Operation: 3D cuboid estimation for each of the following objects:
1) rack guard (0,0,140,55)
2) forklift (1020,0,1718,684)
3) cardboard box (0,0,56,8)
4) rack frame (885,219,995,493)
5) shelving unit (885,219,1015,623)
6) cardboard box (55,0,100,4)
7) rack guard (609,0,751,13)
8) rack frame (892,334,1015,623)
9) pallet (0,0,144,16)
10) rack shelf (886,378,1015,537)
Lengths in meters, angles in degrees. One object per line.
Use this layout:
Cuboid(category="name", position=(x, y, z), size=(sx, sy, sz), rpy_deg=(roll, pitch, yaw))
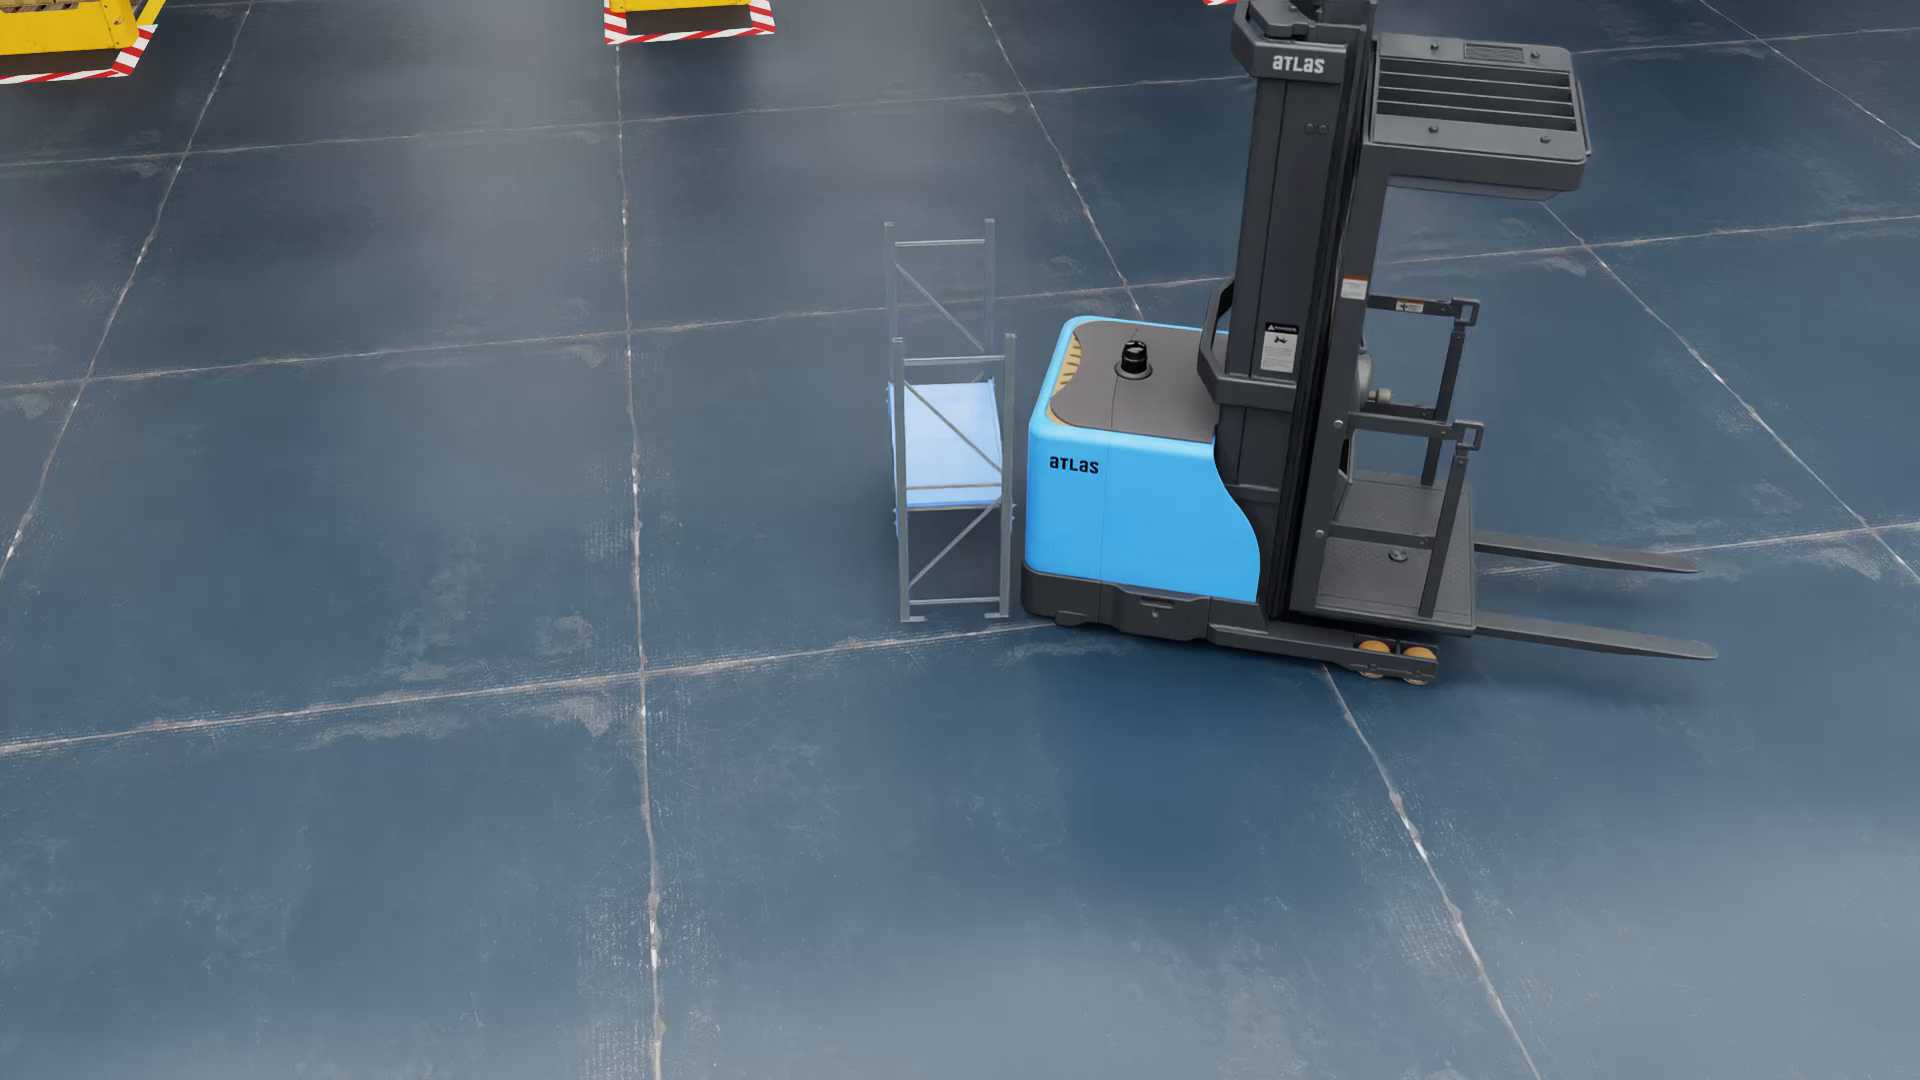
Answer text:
Cuboid(category="rack guard", position=(-7.163, -4.139, 13.071), size=(1.175, 0.500, 0.348), rpy_deg=(-6, 38, -8))
Cuboid(category="forklift", position=(1.852, -0.881, 6.895), size=(3.031, 2.935, 1.130), rpy_deg=(8, 39, 10))
Cuboid(category="cardboard box", position=(-7.552, -4.513, 13.413), size=(0.500, 0.250, 0.500), rpy_deg=(-6, 38, -8))
Cuboid(category="rack frame", position=(-0.093, -0.853, 8.026), size=(0.500, 1.500, 0.032), rpy_deg=(-2, 38, -3))
Cuboid(category="shelving unit", position=(-0.059, -0.542, 7.625), size=(0.538, 1.500, 1.048), rpy_deg=(-2, 38, -3))
Cuboid(category="cardboard box", position=(-7.042, -4.569, 13.485), size=(0.500, 0.250, 0.500), rpy_deg=(-6, 38, -8))
Cuboid(category="rack guard", position=(-2.350, -4.725, 13.825), size=(1.175, 0.500, 0.348), rpy_deg=(-6, 38, -8))
Cuboid(category="rack frame", position=(-0.025, -0.231, 7.225), size=(0.500, 1.500, 0.032), rpy_deg=(-2, 38, -3))
Cuboid(category="pallet", position=(-7.343, -4.497, 13.767), size=(1.003, 0.211, 1.213), rpy_deg=(-6, 38, -8))
Cuboid(category="rack shelf", position=(-0.059, -0.400, 7.736), size=(0.538, 0.185, 1.000), rpy_deg=(-2, 38, -3))
